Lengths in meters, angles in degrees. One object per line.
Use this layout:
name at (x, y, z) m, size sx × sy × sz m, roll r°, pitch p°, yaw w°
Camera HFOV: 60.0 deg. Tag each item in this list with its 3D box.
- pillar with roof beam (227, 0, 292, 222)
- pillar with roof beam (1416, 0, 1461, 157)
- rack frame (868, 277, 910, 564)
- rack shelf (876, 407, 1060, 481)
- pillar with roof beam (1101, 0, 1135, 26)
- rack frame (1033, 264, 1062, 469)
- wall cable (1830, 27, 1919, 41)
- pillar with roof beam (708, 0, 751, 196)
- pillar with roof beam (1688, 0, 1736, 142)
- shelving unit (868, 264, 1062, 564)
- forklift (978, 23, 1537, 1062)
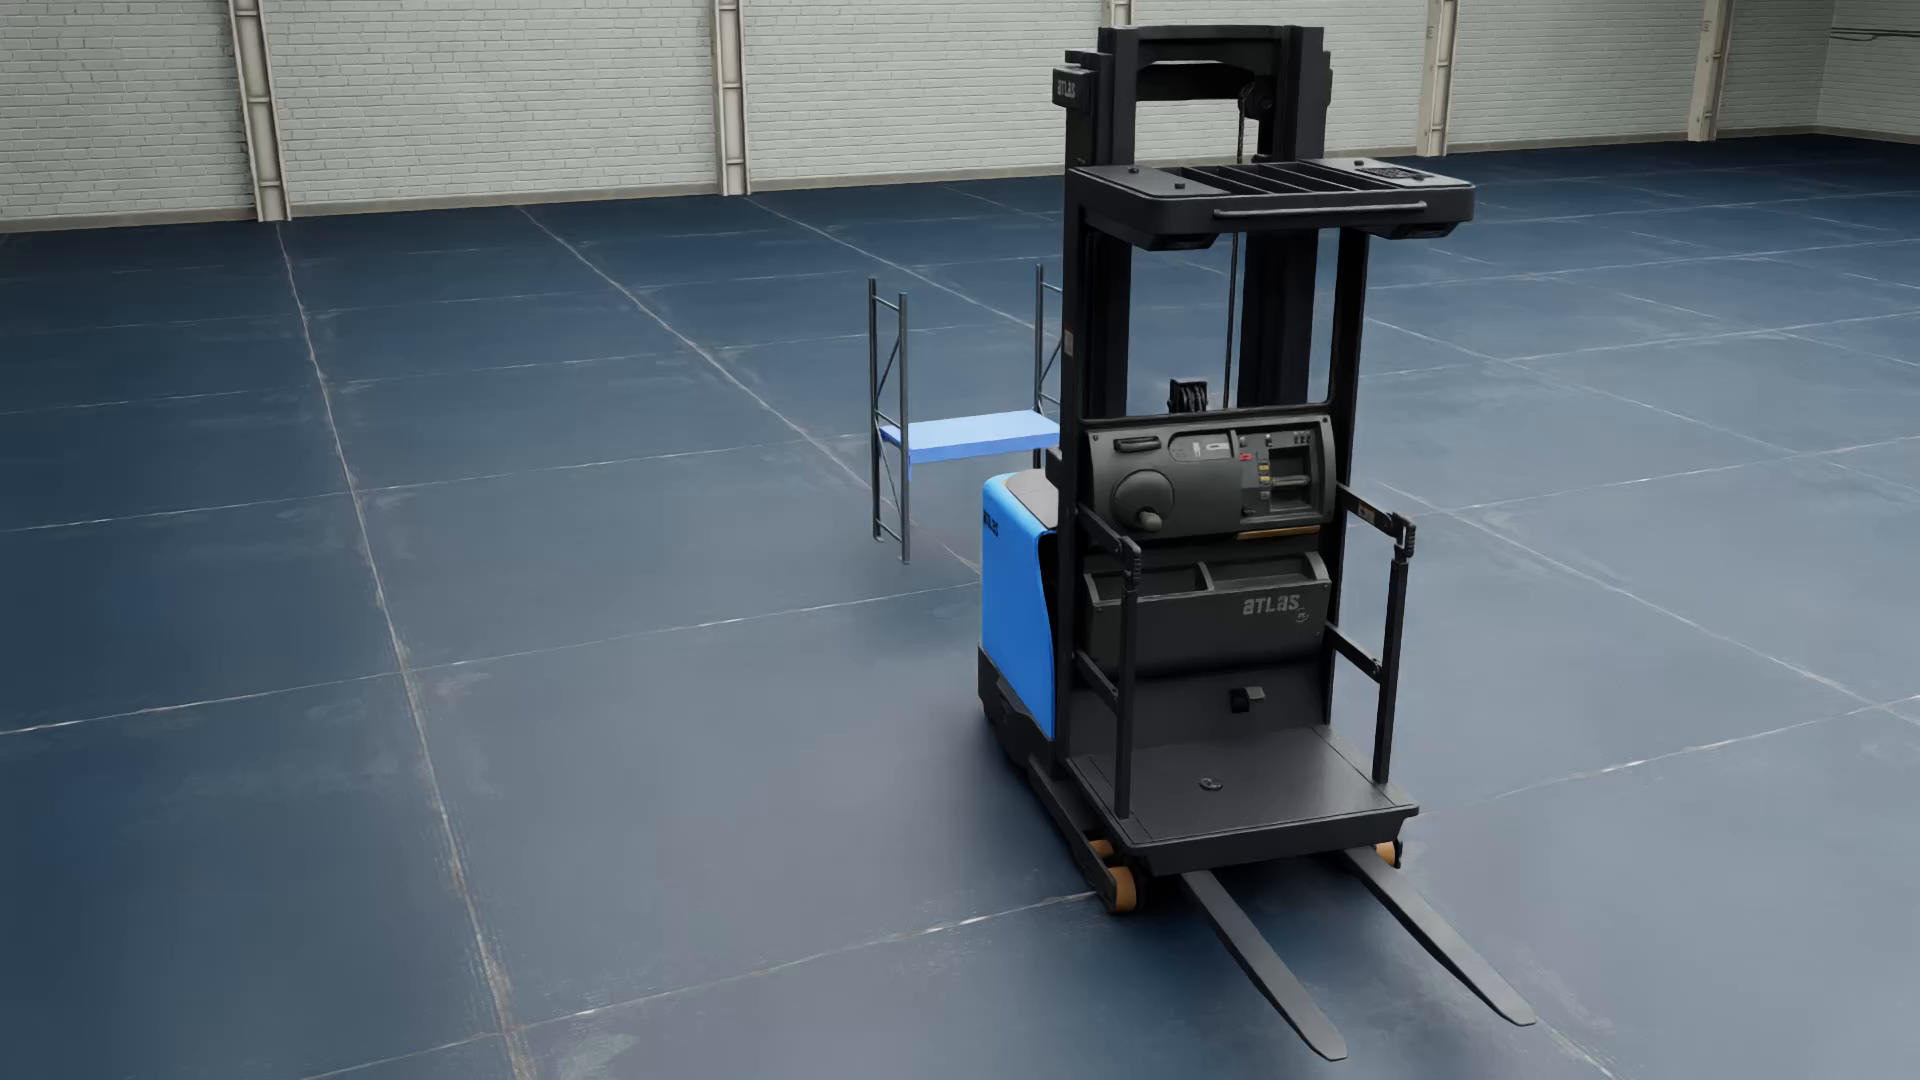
pillar with roof beam at (-6.964, -6.987, 15.816) m, size 0.400 × 9.000 × 9.100 m, roll -8°, pitch 21°, yaw -22°
pillar with roof beam at (9.564, -9.355, 22.541) m, size 0.400 × 9.000 × 9.100 m, roll -8°, pitch 21°, yaw -22°
rack frame at (-0.388, -0.652, 9.115) m, size 0.032 × 1.500 × 0.500 m, roll -8°, pitch 21°, yaw -22°
rack shelf at (0.078, -0.549, 9.365) m, size 1.000 × 0.185 × 0.538 m, roll -8°, pitch 21°, yaw -22°
pillar with roof beam at (4.055, -8.566, 20.300) m, size 0.400 × 9.000 × 9.100 m, roll -8°, pitch 21°, yaw -22°
rack frame at (0.545, -0.786, 9.495) m, size 0.032 × 1.500 × 0.500 m, roll -8°, pitch 21°, yaw -22°
wall cable at (16.597, -9.977, 28.983) m, size 0.112 × 2.526 × 3.097 m, roll -8°, pitch 21°, yaw -22°
pillar with roof beam at (-1.455, -7.776, 18.058) m, size 0.400 × 9.000 × 9.100 m, roll -8°, pitch 21°, yaw -22°
pillar with roof beam at (15.073, -10.144, 24.783) m, size 0.400 × 9.000 × 9.100 m, roll -8°, pitch 21°, yaw -22°
shelving unit at (0.078, -0.719, 9.305) m, size 1.048 × 1.500 × 0.538 m, roll -8°, pitch 21°, yaw -22°
forklift at (0.962, -0.220, 5.733) m, size 1.130 × 2.935 × 3.031 m, roll -5°, pitch 20°, yaw -14°
